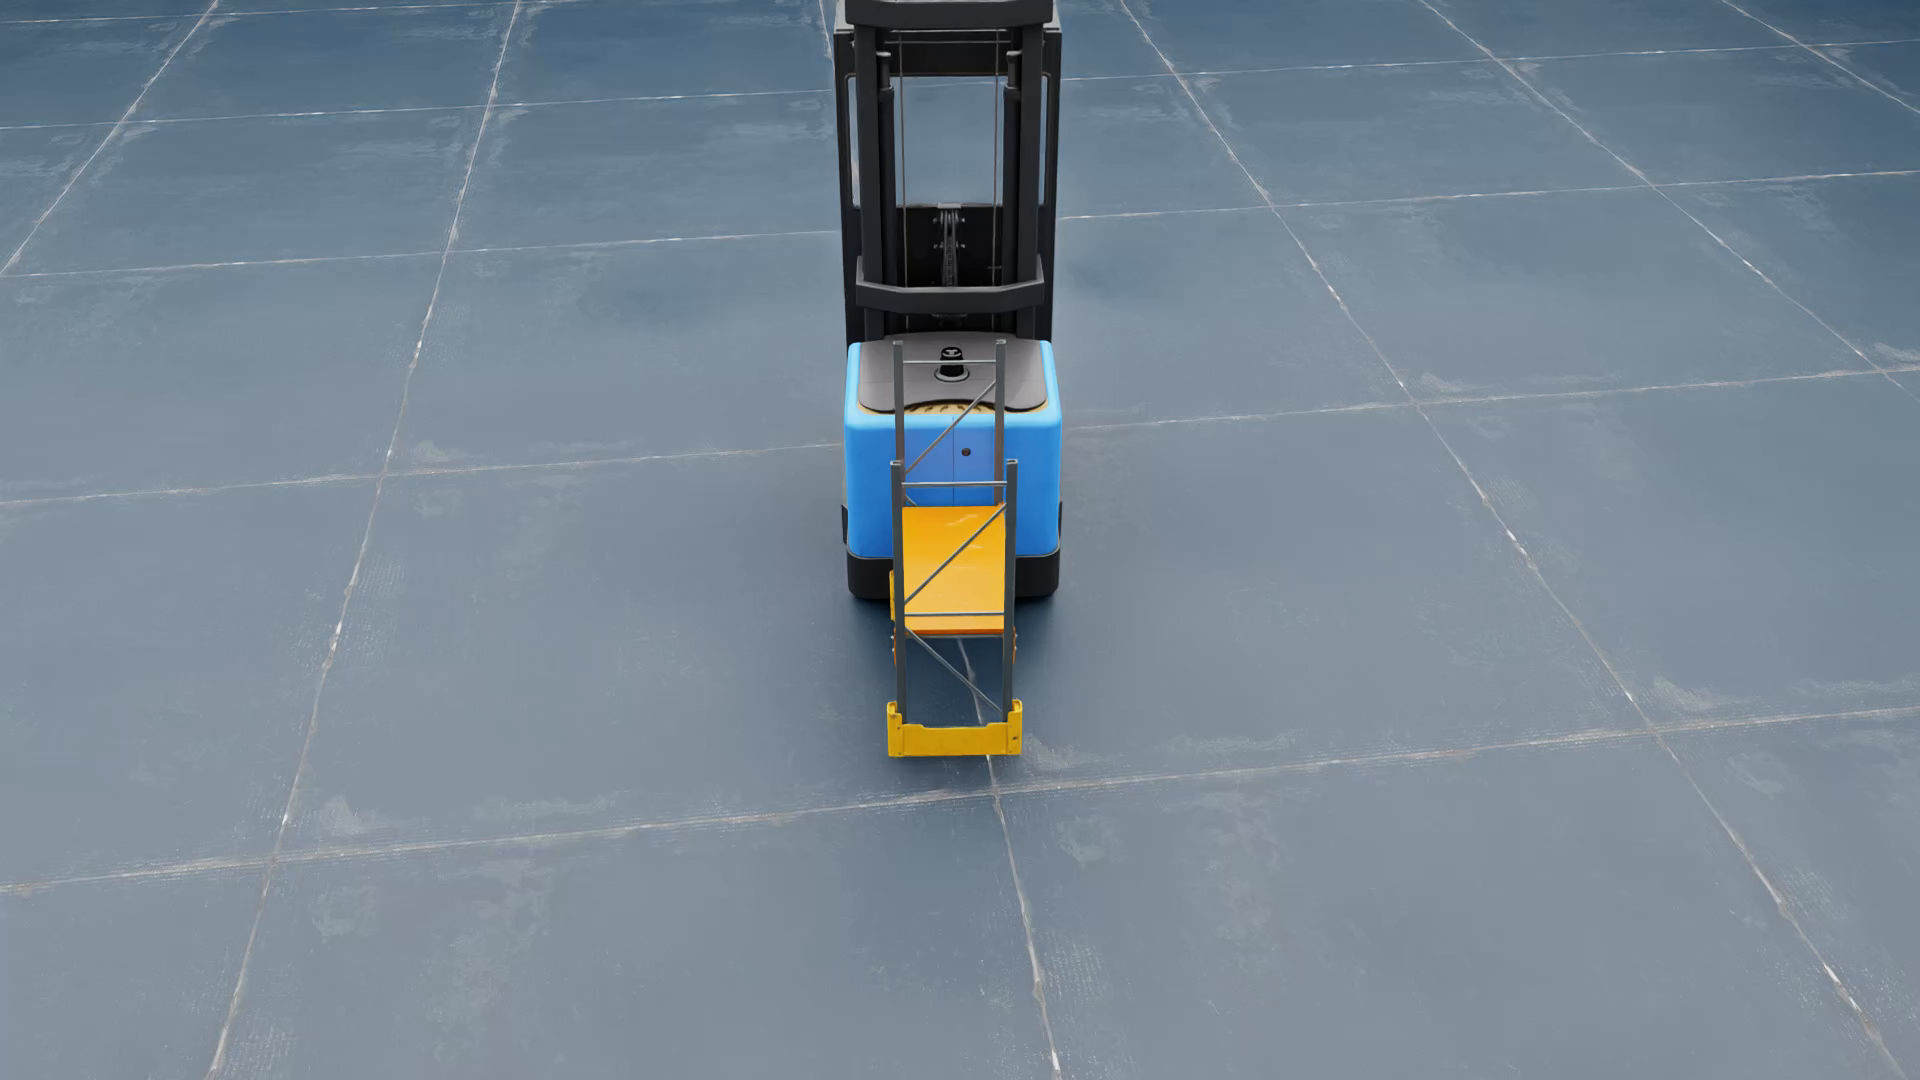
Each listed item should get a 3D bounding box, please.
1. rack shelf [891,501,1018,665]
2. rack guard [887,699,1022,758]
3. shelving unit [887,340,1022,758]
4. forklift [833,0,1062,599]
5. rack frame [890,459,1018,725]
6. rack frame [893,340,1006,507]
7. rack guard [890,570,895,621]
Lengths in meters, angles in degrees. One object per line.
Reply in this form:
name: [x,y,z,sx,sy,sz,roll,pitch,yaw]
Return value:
rack shelf: [-0.035,0.176,7.479,0.538,0.185,1.000,-1,34,-1]
rack guard: [-0.023,0.830,7.311,0.587,0.250,0.087,-1,34,-1]
shelving unit: [-0.035,0.033,7.370,0.587,1.500,1.083,-1,34,-1]
forklift: [-0.065,-1.720,8.672,1.130,2.935,3.031,-1,34,-1]
rack frame: [-0.023,0.314,6.958,0.500,1.500,0.032,-1,34,-1]
rack frame: [-0.047,-0.259,7.798,0.500,1.500,0.032,-1,34,-1]
rack guard: [-0.047,0.269,8.134,0.587,0.250,0.087,-1,34,-1]
